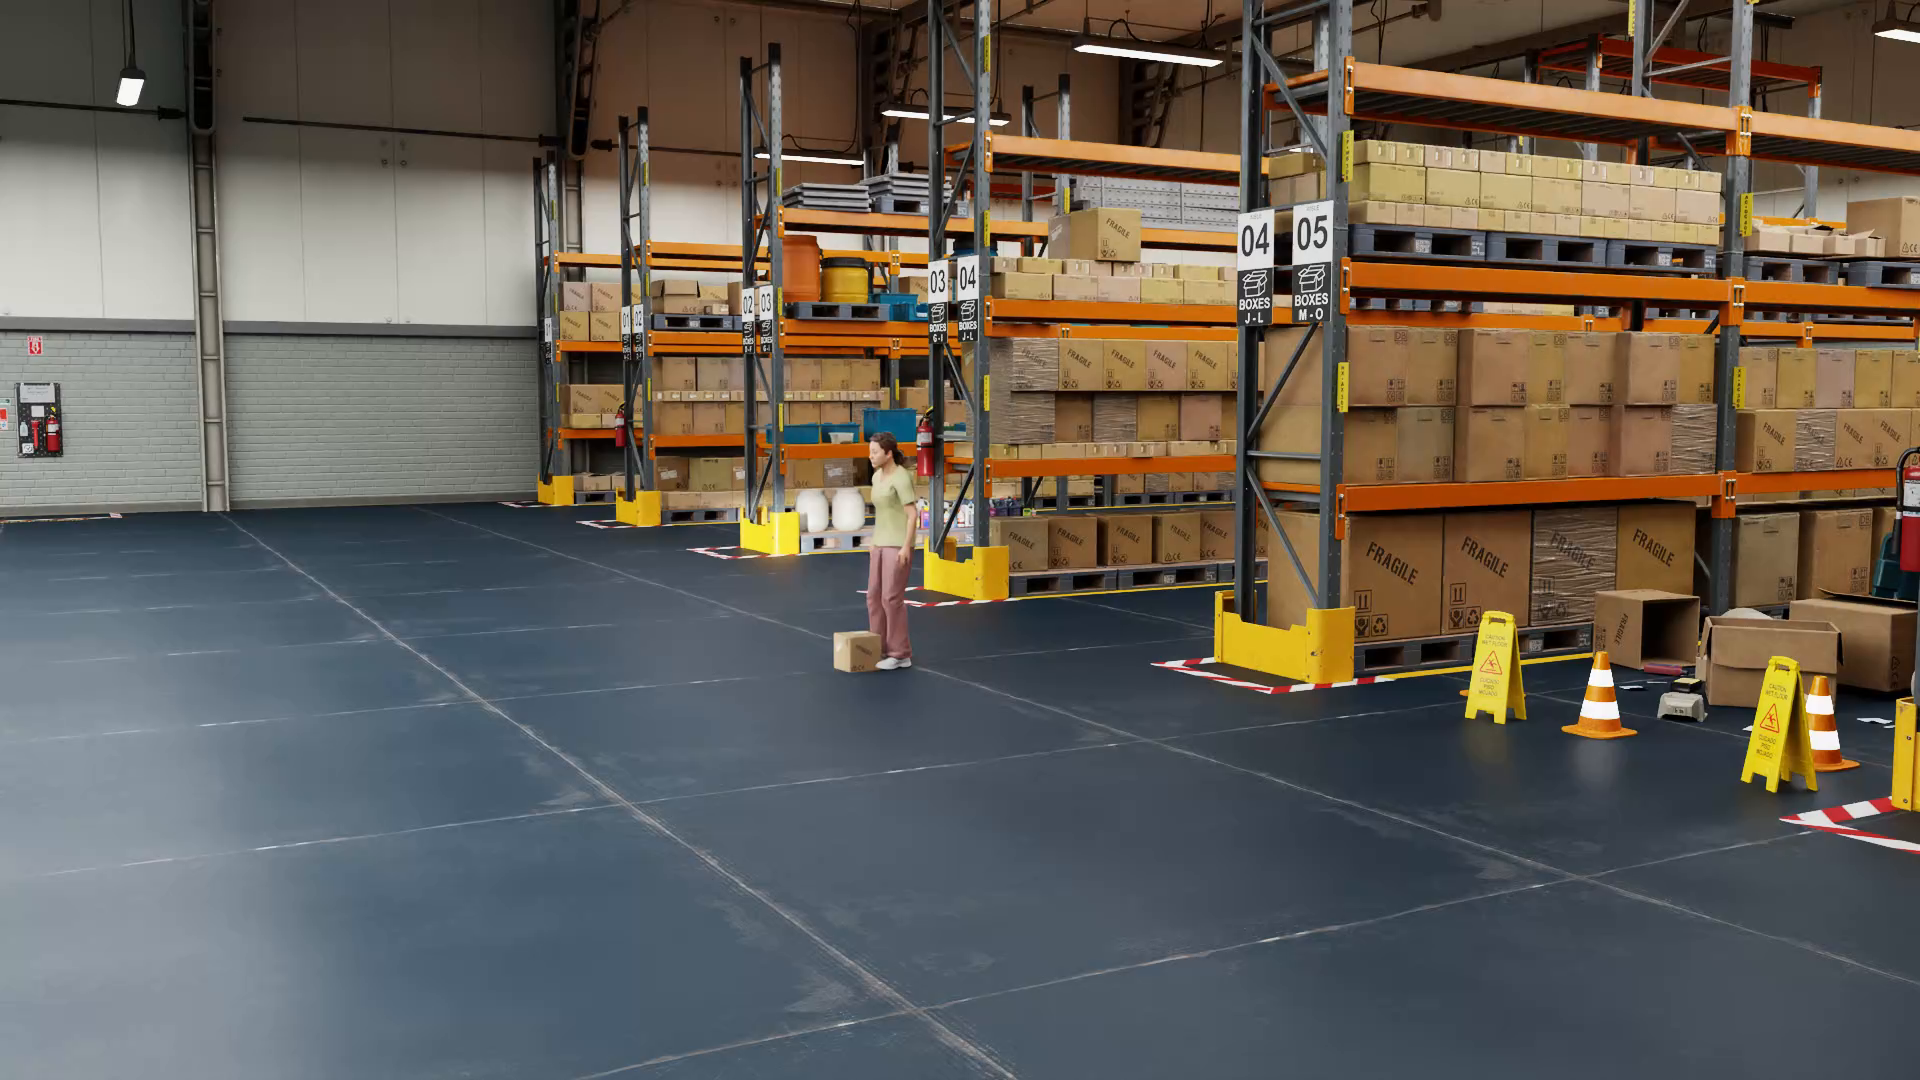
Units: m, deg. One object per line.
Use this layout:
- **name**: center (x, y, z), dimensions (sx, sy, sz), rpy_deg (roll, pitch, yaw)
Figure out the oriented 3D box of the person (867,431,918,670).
- **person**: center (-0.502, 0.065, 11.746), dimensions (0.361, 1.671, 0.502), rpy_deg (-3, 6, -31)
